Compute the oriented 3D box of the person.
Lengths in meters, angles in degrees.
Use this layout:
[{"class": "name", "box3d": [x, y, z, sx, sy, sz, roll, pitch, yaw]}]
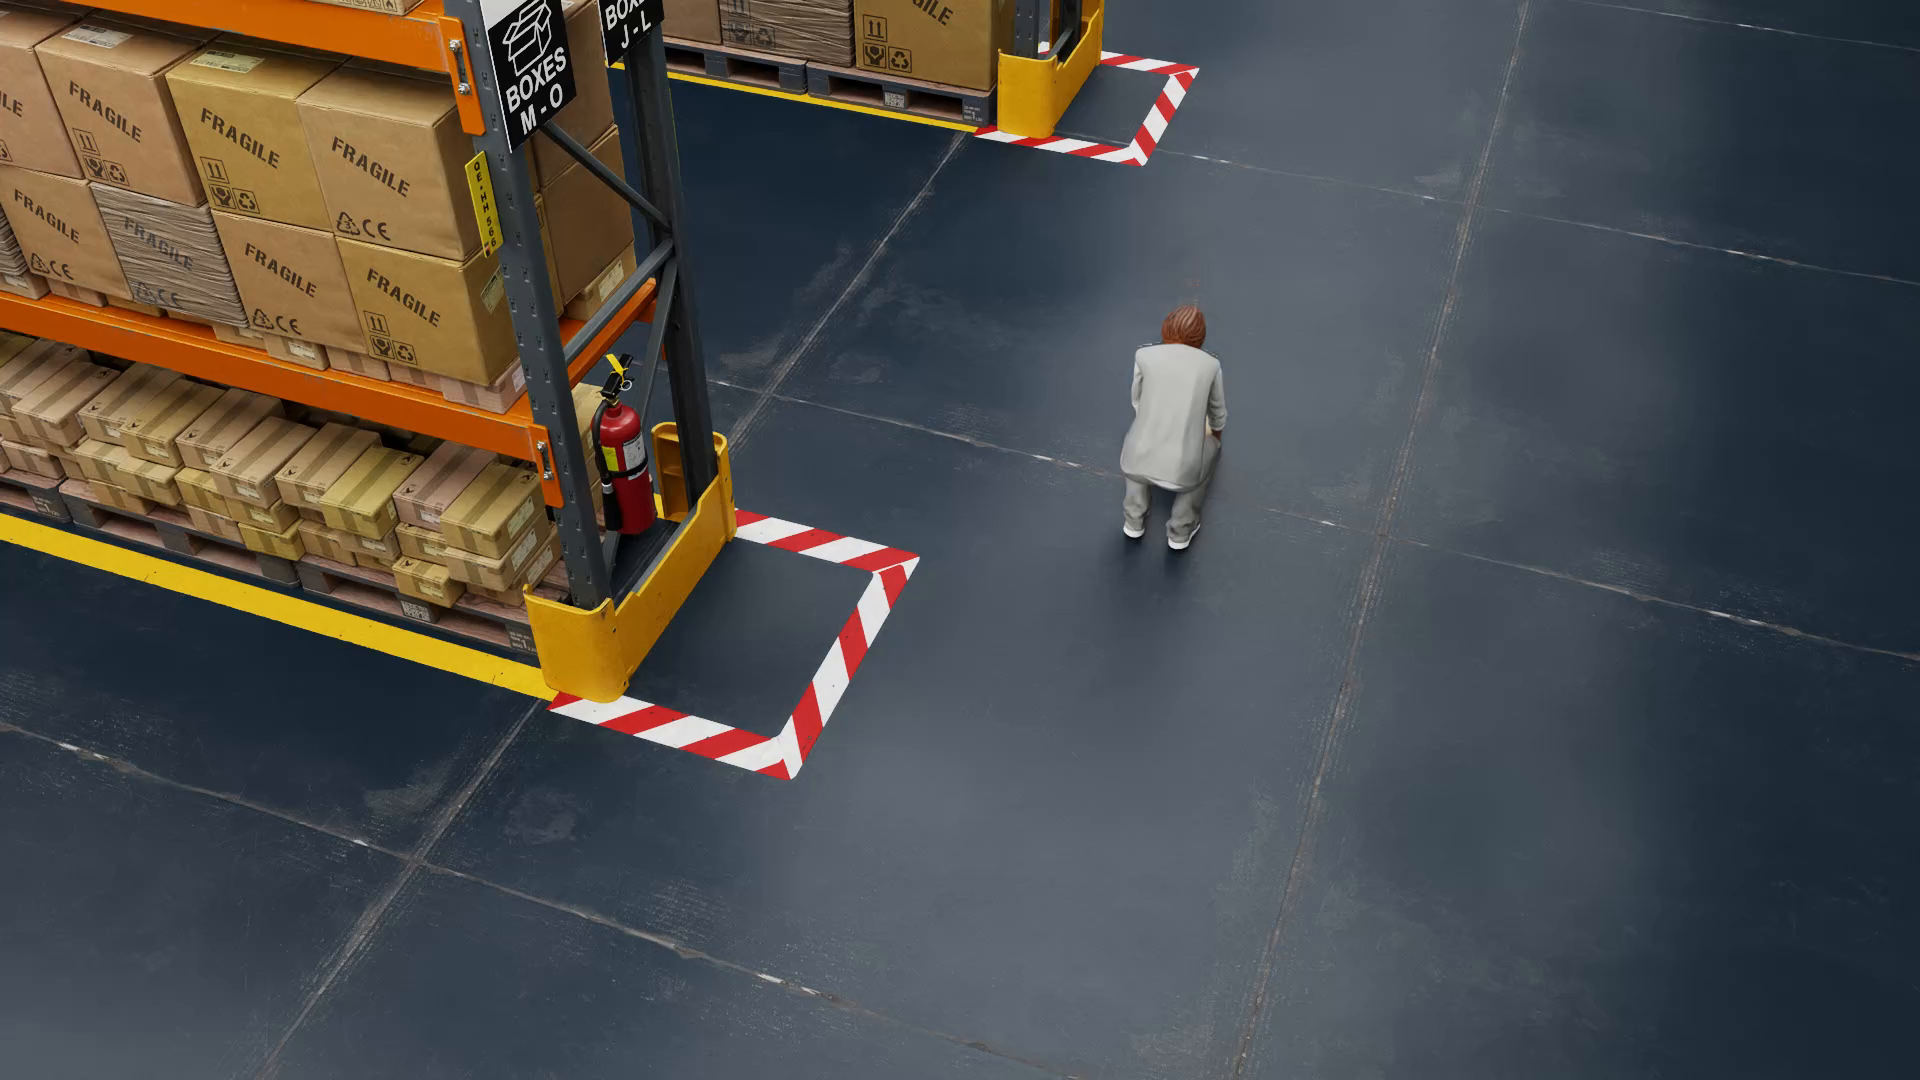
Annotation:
[{"class": "person", "box3d": [0.914, -0.439, 7.217, 0.442, 0.844, 0.802, 14, 44, 15]}]
